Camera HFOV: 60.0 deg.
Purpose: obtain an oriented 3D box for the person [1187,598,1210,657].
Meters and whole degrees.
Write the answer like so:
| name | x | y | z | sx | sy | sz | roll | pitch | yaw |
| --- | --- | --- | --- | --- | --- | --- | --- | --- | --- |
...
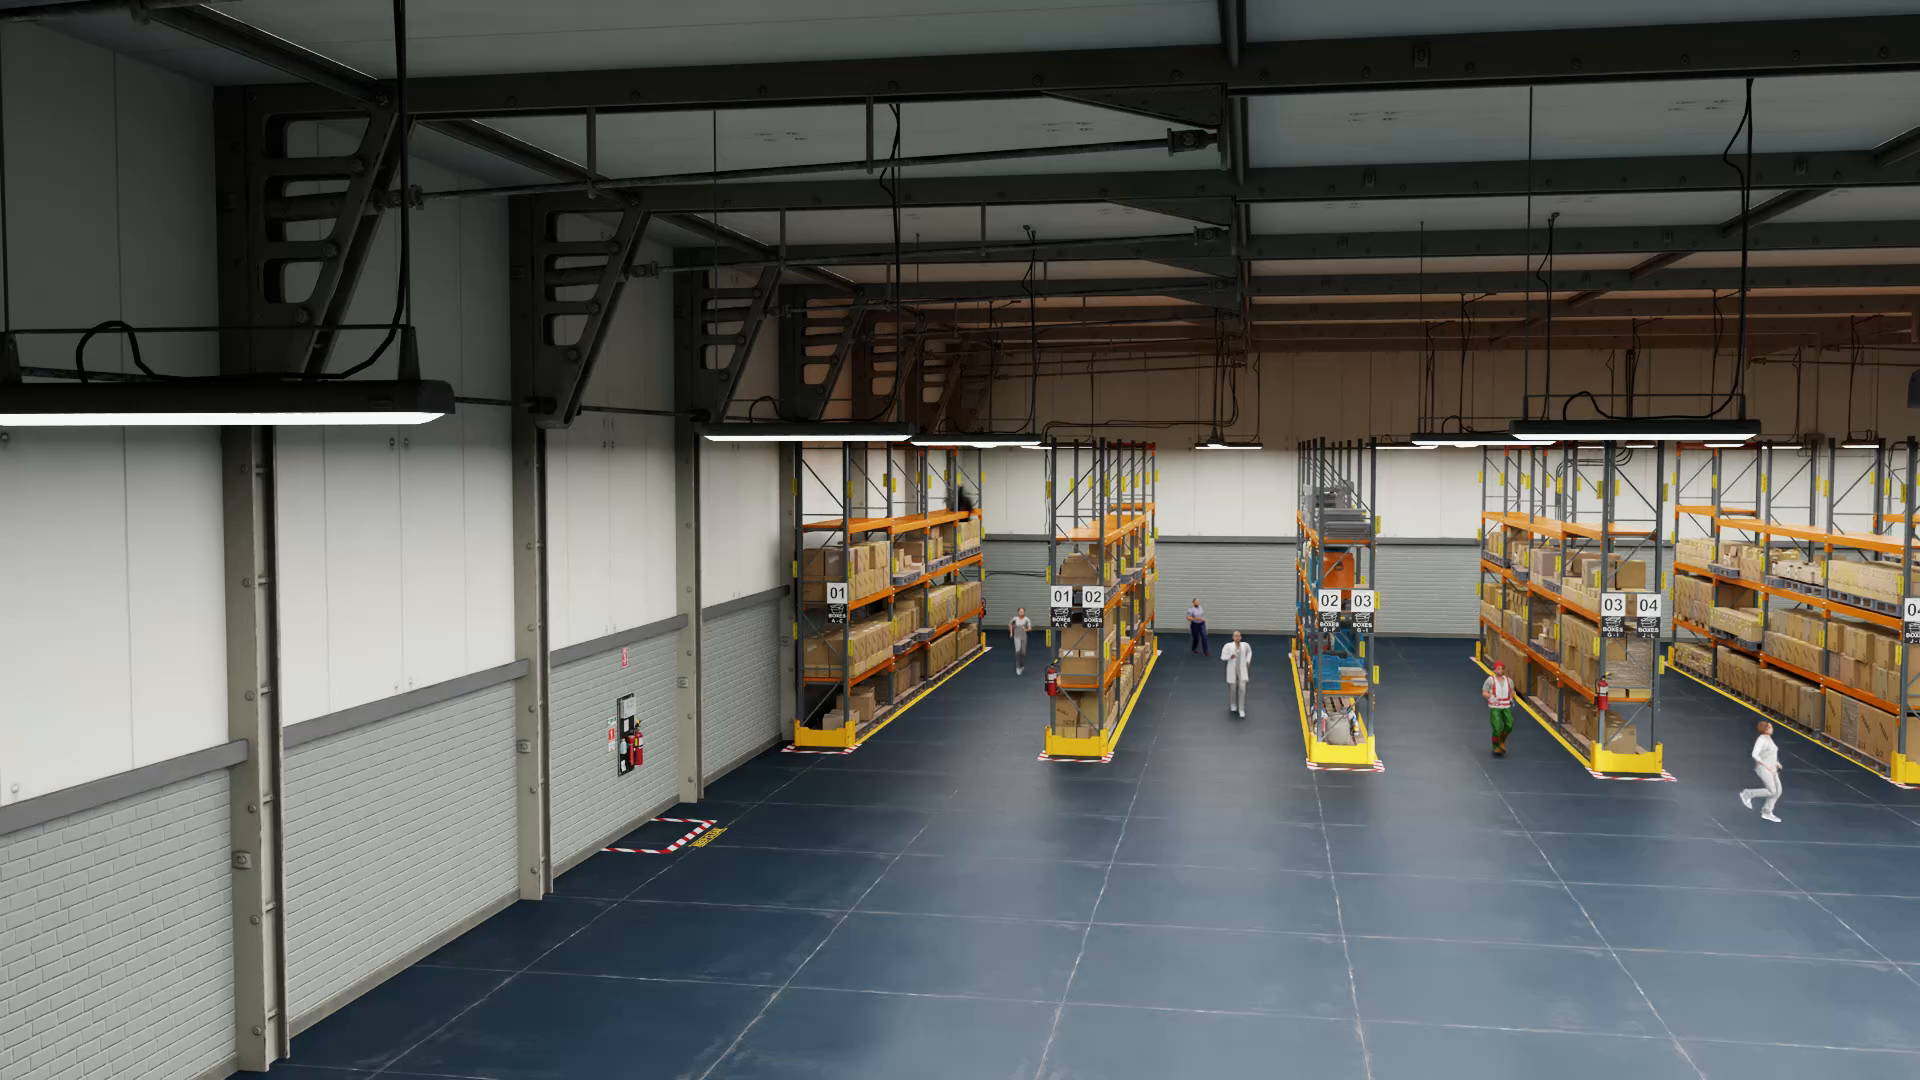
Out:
| name | x | y | z | sx | sy | sz | roll | pitch | yaw |
| --- | --- | --- | --- | --- | --- | --- | --- | --- | --- |
| person | 6.637 | 2.438 | 46.676 | 0.616 | 1.624 | 0.906 | -1 | 3 | -19 |

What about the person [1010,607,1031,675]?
| name | x | y | z | sx | sy | sz | roll | pitch | yaw |
| --- | --- | --- | --- | --- | --- | --- | --- | --- | --- |
| person | 1.538 | 2.547 | 42.213 | 0.527 | 1.713 | 0.815 | 0 | 3 | -4 |

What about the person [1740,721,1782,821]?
| name | x | y | z | sx | sy | sz | roll | pitch | yaw |
| --- | --- | --- | --- | --- | --- | --- | --- | --- | --- |
| person | 12.512 | 3.585 | 25.937 | 0.579 | 1.553 | 0.550 | 3 | 4 | 43 |

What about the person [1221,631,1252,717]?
| name | x | y | z | sx | sy | sz | roll | pitch | yaw |
| --- | --- | --- | --- | --- | --- | --- | --- | --- | --- |
| person | 6.032 | 2.901 | 36.240 | 0.690 | 1.806 | 0.910 | 0 | 3 | 4 |

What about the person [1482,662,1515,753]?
| name | x | y | z | sx | sy | sz | roll | pitch | yaw |
| --- | --- | --- | --- | --- | --- | --- | --- | --- | --- |
| person | 10.217 | 3.174 | 31.393 | 0.643 | 1.741 | 0.581 | 0 | 3 | 1 |
